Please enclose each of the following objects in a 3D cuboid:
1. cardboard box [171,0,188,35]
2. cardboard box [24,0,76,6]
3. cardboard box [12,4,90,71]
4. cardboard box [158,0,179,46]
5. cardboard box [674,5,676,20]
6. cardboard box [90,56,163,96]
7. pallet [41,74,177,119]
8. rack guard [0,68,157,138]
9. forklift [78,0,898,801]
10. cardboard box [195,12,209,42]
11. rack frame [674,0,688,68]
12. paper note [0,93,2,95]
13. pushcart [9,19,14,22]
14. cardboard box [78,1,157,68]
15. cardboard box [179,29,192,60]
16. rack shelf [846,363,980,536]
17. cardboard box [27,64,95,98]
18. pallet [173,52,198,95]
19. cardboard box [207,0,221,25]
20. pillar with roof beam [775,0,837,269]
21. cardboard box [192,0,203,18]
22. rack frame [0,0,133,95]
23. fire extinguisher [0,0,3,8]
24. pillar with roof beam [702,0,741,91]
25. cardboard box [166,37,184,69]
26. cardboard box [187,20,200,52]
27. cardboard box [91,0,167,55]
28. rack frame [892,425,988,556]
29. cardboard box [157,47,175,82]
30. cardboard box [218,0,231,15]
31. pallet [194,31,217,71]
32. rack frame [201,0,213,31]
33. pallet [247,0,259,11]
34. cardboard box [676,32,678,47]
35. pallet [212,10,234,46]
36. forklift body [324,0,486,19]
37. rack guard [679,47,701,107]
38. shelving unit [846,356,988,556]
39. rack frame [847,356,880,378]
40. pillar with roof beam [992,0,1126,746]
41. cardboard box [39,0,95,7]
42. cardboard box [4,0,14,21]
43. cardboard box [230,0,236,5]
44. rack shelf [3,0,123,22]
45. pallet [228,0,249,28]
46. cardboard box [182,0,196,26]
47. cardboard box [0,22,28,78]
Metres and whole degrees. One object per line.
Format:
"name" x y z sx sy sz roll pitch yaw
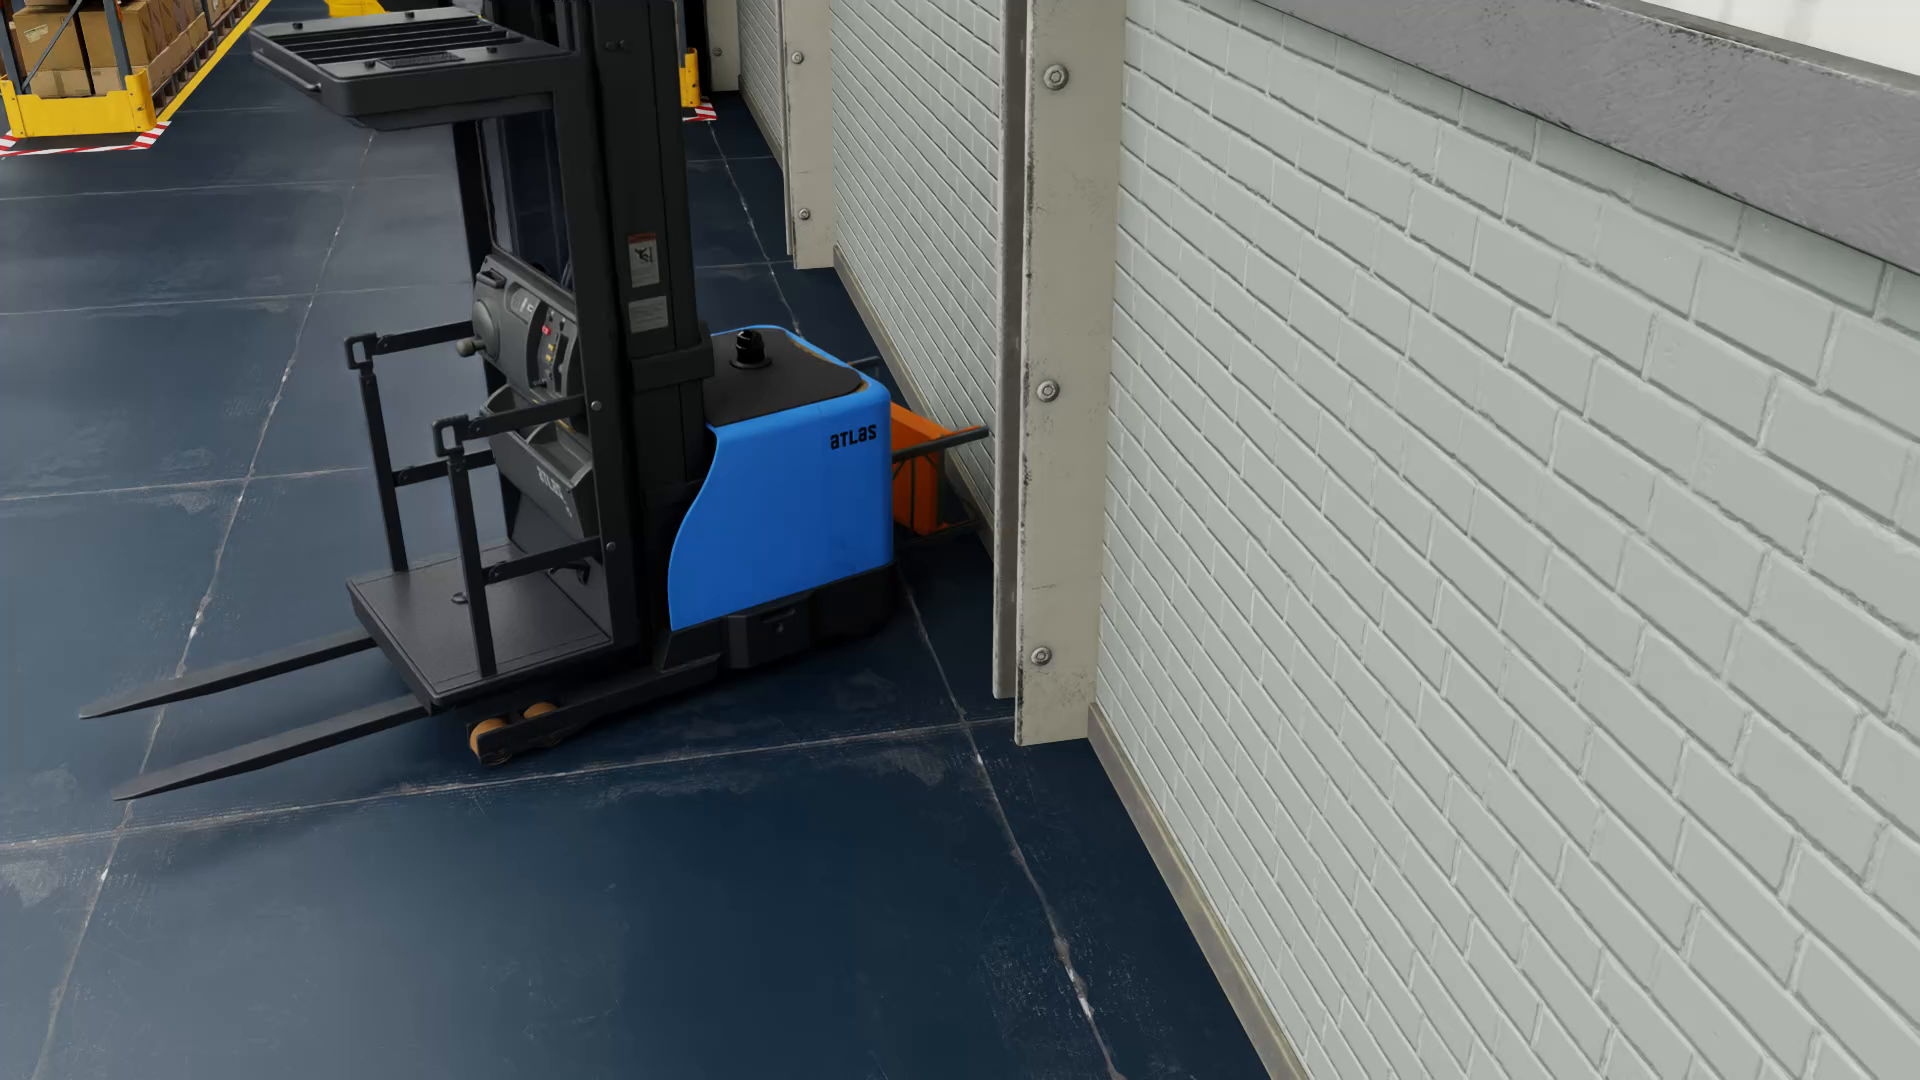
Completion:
"cardboard box" -8.213 -5.407 16.886 0.500 0.500 0.500 -5 27 -9
"cardboard box" -8.522 -5.099 15.557 0.380 0.149 0.250 -5 27 -10
"cardboard box" -8.374 -4.655 15.398 0.500 0.500 0.500 -6 27 -11
"cardboard box" -8.084 -5.173 16.423 0.500 0.500 0.500 -5 27 -11
"cardboard box" -3.028 -5.178 16.155 0.500 0.250 0.500 -6 27 -12
"cardboard box" -7.851 -4.378 15.680 0.500 0.250 0.500 -6 27 -12
"pallet" -8.105 -4.184 15.806 1.003 0.211 1.213 -6 27 -12
"rack guard" -7.956 -3.953 15.027 1.175 0.500 0.348 -6 27 -12
"forklift" -1.763 -0.754 5.990 3.031 2.935 1.130 -17 32 -30
"cardboard box" -8.445 -5.519 17.941 0.500 0.250 0.500 -5 27 -9
"rack frame" -3.104 -5.541 15.399 1.000 3.000 0.127 -6 27 -12
"paper note" -9.475 -4.434 16.500 0.142 0.019 0.148 -16 31 -29
"pushcart" -11.050 -5.367 17.965 1.648 0.377 0.936 -16 31 -29
"cardboard box" -7.857 -4.723 15.531 0.500 0.500 0.500 -7 28 -13
"cardboard box" -8.205 -5.063 17.037 0.500 0.250 0.500 -6 27 -11
"rack shelf" -0.340 -0.427 7.863 0.278 0.538 1.000 -18 33 -35
"cardboard box" -8.389 -4.334 15.592 0.500 0.250 0.500 -6 27 -12
"pallet" -8.376 -4.719 16.865 1.003 0.211 1.213 -6 27 -12
"cardboard box" -8.961 -6.036 18.830 0.950 0.372 0.625 -6 27 -11
"pillar with roof beam" -5.225 -5.545 8.750 9.100 9.000 0.400 -6 27 -12
"cardboard box" -8.446 -5.854 17.772 0.500 0.500 0.500 -6 27 -12
"rack frame" -7.939 -5.035 14.397 1.000 3.000 0.127 -6 27 -12
"fire extinguisher" -8.362 -4.904 14.223 0.296 0.674 0.183 -6 27 -12
"pillar with roof beam" -6.577 -8.179 13.968 9.100 9.000 0.400 -6 27 -12
"cardboard box" -8.094 -4.841 16.597 0.500 0.250 0.500 -4 27 -8
"cardboard box" -8.315 -5.286 17.480 0.500 0.250 0.500 -7 28 -13
"cardboard box" -7.979 -4.952 15.985 0.500 0.500 0.500 -7 28 -14
"rack frame" -0.209 -0.182 7.372 1.125 0.500 0.032 -18 33 -35
"cardboard box" -7.959 -4.602 16.125 0.500 0.250 0.500 -5 27 -10
"cardboard box" -9.126 -6.351 19.454 0.950 0.372 0.625 -4 27 -8
"pallet" -8.655 -5.255 17.928 1.003 0.211 1.213 -6 27 -12
"rack frame" -8.840 -6.791 17.877 1.000 3.000 0.127 -6 27 -12
"pallet" -9.567 -6.959 21.304 1.003 0.211 1.213 -6 27 -12
"cardboard box" -3.007 -4.952 16.262 0.500 0.250 0.500 -5 27 -11
"pallet" -9.017 -5.888 19.182 1.003 0.211 1.213 -6 27 -12
"forklift body" -5.309 -5.809 16.873 2.313 2.155 1.214 -6 27 -12
"rack guard" -3.098 -4.415 15.942 1.175 0.500 0.348 -6 27 -12
"shelving unit" -0.530 -0.366 7.721 1.125 0.538 1.048 -18 33 -35
"rack frame" -0.851 -0.549 8.070 1.125 0.500 0.032 -18 33 -35
"pillar with roof beam" -3.873 -2.911 3.531 9.100 9.000 0.400 -6 27 -12
"cardboard box" -8.494 -4.884 15.851 0.500 0.500 0.500 -5 27 -10
"cardboard box" -10.568 -5.820 17.885 0.500 0.500 0.500 -6 27 -12
"cardboard box" -9.285 -6.656 20.059 0.950 0.372 0.625 -5 27 -10
"rack shelf" -8.390 -5.592 16.299 1.077 0.370 4.000 -6 27 -12
"pallet" -9.296 -6.425 20.245 1.003 0.211 1.213 -6 27 -12
"cardboard box" -8.329 -5.631 17.330 0.500 0.500 0.500 -5 27 -11
"cardboard box" -9.925 -5.068 17.233 0.500 0.500 0.500 13 30 24
